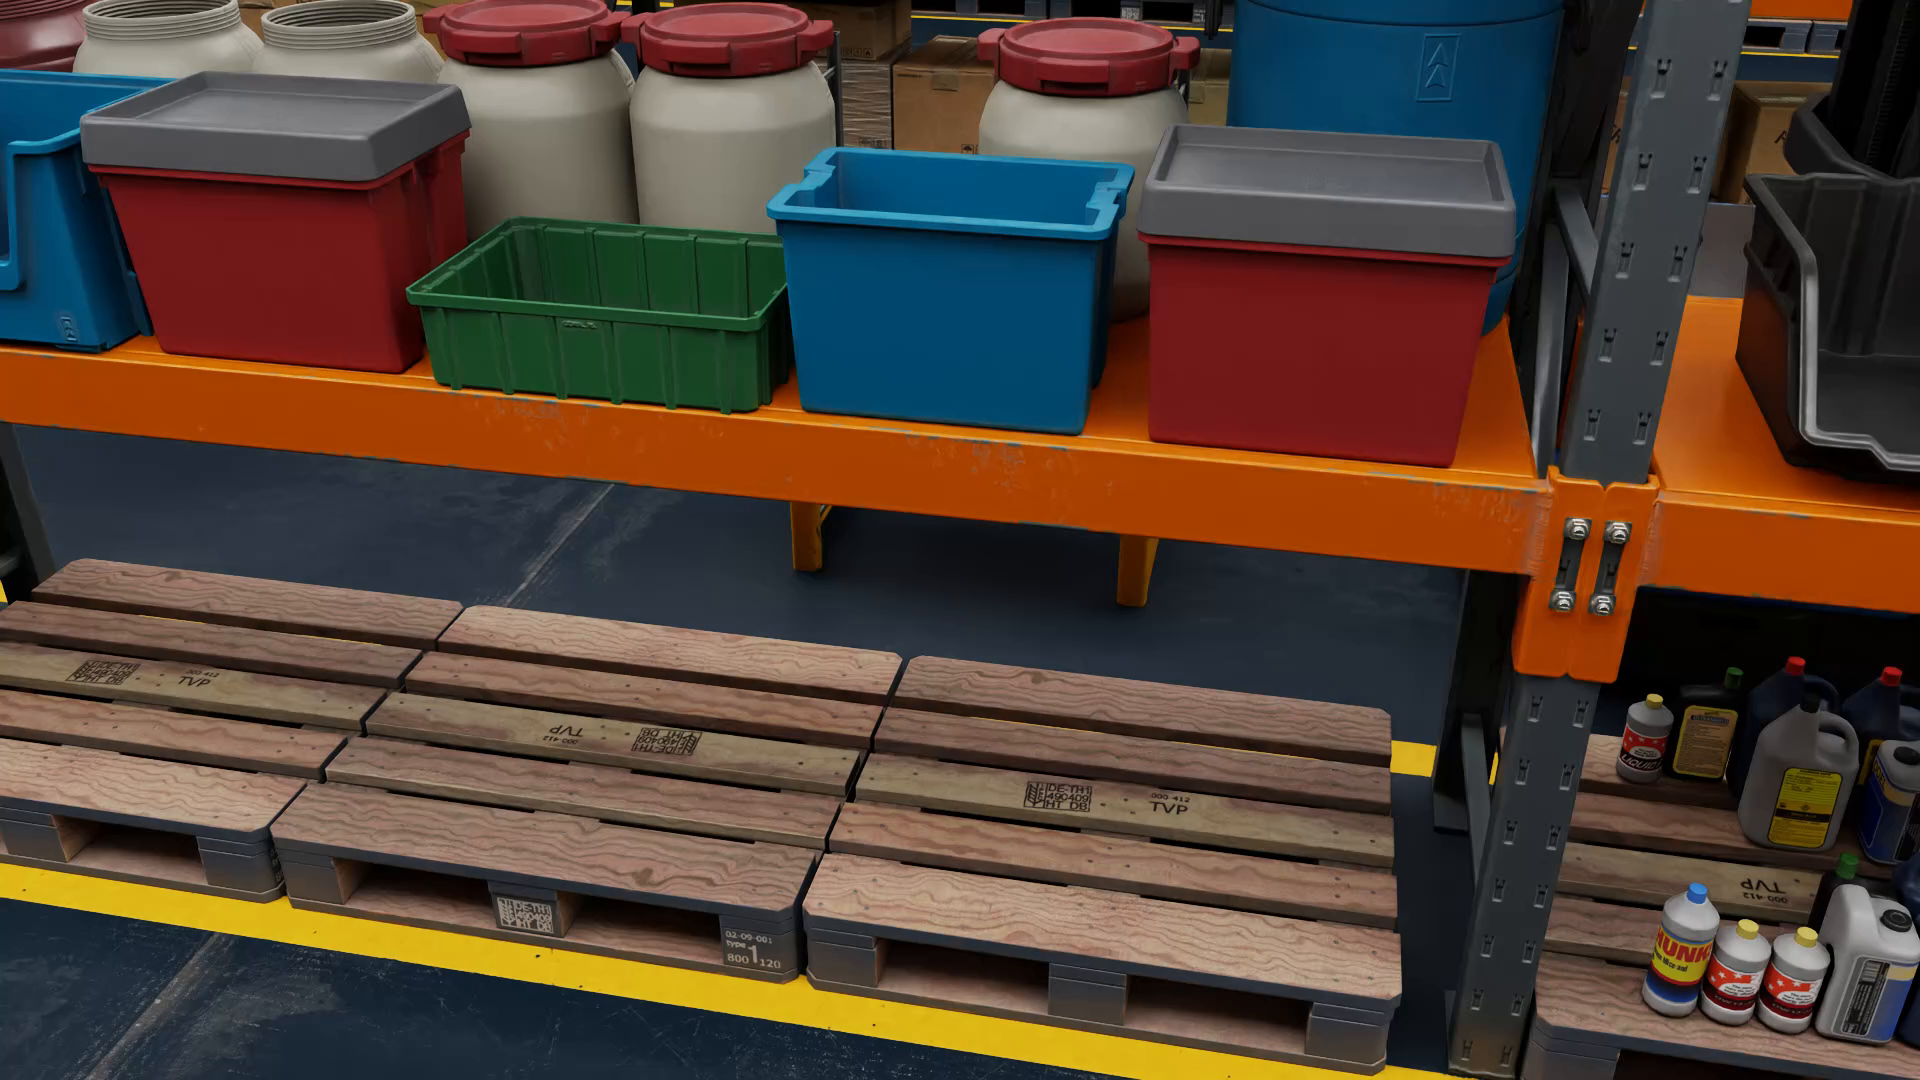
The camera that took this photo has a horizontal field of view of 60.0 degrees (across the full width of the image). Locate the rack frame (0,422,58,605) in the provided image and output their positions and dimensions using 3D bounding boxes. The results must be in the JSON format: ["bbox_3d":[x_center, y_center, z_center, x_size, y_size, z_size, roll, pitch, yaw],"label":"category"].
[{"bbox_3d":[-2.774,-0.883,3.740,0.127,3.000,1.000,6,29,11],"label":"rack frame"}]

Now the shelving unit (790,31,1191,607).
[{"bbox_3d":[0.075,-0.650,4.876,1.083,1.500,0.587,6,29,11],"label":"shelving unit"}]

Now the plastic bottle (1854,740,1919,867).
[{"bbox_3d":[2.009,0.540,3.518,0.135,0.276,0.152,6,29,11],"label":"plastic bottle"}]

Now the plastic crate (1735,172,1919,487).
[{"bbox_3d":[1.623,-0.343,2.817,0.504,0.338,0.767,6,29,11],"label":"plastic crate"}]

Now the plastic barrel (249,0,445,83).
[{"bbox_3d":[-1.311,-0.887,3.631,0.421,0.512,0.421,0,29,0],"label":"plastic barrel"}]

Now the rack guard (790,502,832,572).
[{"bbox_3d":[-0.412,-0.152,5.267,0.087,0.250,0.587,6,29,11],"label":"rack guard"}]

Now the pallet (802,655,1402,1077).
[{"bbox_3d":[0.362,0.680,3.787,1.213,0.211,1.003,6,29,11],"label":"pallet"}]

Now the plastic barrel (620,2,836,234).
[{"bbox_3d":[-0.470,-0.814,3.472,0.433,0.535,0.433,0,29,0],"label":"plastic barrel"}]

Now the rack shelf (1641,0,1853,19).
[{"bbox_3d":[4.128,-2.292,7.062,4.000,0.370,1.077,6,29,11],"label":"rack shelf"}]

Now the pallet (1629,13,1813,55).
[{"bbox_3d":[5.231,-3.670,11.734,1.213,0.211,1.003,6,29,11],"label":"pallet"}]

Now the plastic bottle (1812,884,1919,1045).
[{"bbox_3d":[1.680,0.777,3.086,0.135,0.276,0.152,7,29,12],"label":"plastic bottle"}]

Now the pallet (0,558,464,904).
[{"bbox_3d":[-2.025,0.436,4.234,1.213,0.211,1.003,6,29,11],"label":"pallet"}]

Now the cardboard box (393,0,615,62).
[{"bbox_3d":[-2.410,-2.541,8.542,0.875,0.875,1.225,5,29,8],"label":"cardboard box"}]

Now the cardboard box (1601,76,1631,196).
[{"bbox_3d":[3.117,-1.783,7.549,0.500,0.500,0.500,16,32,26],"label":"cardboard box"}]

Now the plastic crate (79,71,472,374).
[{"bbox_3d":[-1.258,-0.606,3.166,0.583,0.464,0.402,6,29,11],"label":"plastic crate"}]

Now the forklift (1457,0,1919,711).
[{"bbox_3d":[2.965,-0.996,4.017,3.031,2.935,1.130,6,29,12],"label":"forklift"}]

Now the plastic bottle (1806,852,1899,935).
[{"bbox_3d":[1.701,0.724,3.175,0.133,0.283,0.061,6,29,11],"label":"plastic bottle"}]

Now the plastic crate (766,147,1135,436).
[{"bbox_3d":[-0.006,-0.440,2.946,0.575,0.384,0.392,6,29,11],"label":"plastic crate"}]

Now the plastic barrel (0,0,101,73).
[{"bbox_3d":[-2.257,-1.039,3.882,0.708,0.536,0.600,6,29,11],"label":"plastic barrel"}]

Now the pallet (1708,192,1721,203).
[{"bbox_3d":[4.033,-1.413,7.611,1.213,0.211,1.003,6,29,11],"label":"pallet"}]

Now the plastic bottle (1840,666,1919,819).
[{"bbox_3d":[2.015,0.435,3.632,0.185,0.351,0.144,4,29,8],"label":"plastic bottle"}]

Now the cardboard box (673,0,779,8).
[{"bbox_3d":[-1.078,-2.582,8.206,0.500,0.250,0.500,7,29,13],"label":"cardboard box"}]

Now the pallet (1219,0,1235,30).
[{"bbox_3d":[2.536,-3.946,12.239,1.213,0.211,1.003,6,29,11],"label":"pallet"}]

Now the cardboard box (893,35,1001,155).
[{"bbox_3d":[0.021,-2.145,8.189,0.500,0.500,0.700,8,30,15],"label":"cardboard box"}]

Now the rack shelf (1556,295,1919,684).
[{"bbox_3d":[3.094,0.034,2.814,4.000,0.370,1.077,6,29,11],"label":"rack shelf"}]

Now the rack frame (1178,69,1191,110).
[{"bbox_3d":[0.581,-0.598,4.781,0.032,1.500,0.500,6,29,11],"label":"rack frame"}]

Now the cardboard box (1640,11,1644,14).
[{"bbox_3d":[4.789,-4.195,11.565,0.875,0.875,0.875,6,29,11],"label":"cardboard box"}]

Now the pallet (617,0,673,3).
[{"bbox_3d":[-2.559,-4.508,13.264,1.213,0.211,1.003,6,29,11],"label":"pallet"}]

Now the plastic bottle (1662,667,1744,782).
[{"bbox_3d":[1.677,0.410,3.749,0.133,0.283,0.061,7,30,13],"label":"plastic bottle"}]

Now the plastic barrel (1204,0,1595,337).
[{"bbox_3d":[0.823,-0.883,3.218,0.708,0.901,0.600,6,29,11],"label":"plastic barrel"}]

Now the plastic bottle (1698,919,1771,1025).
[{"bbox_3d":[1.457,0.800,3.121,0.097,0.201,0.097,0,29,0],"label":"plastic bottle"}]
